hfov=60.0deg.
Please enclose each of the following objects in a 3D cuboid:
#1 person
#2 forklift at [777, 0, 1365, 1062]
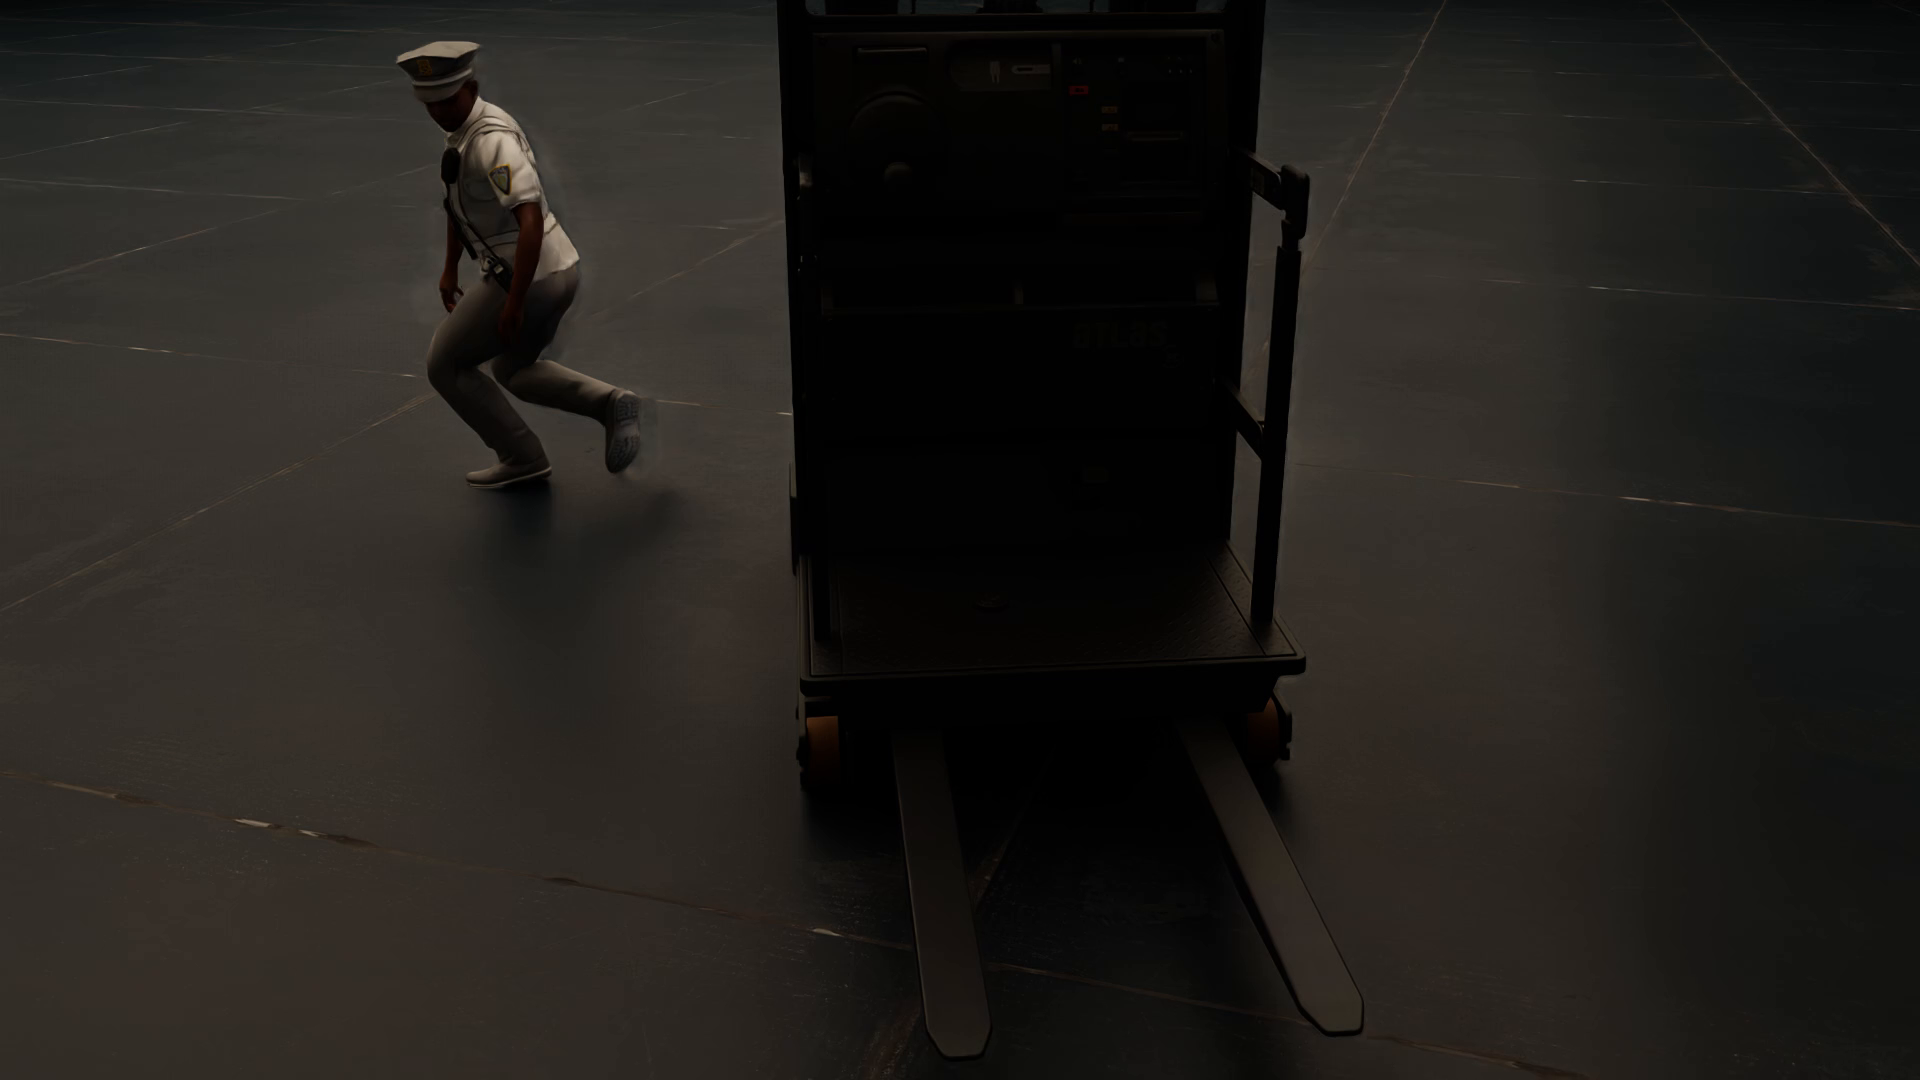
[{"bbox_3d":[-1.414,-0.847,5.327,0.682,1.451,0.610,-1,22,-2],"label":"person"},{"bbox_3d":[0.162,-0.930,3.531,1.130,2.935,3.031,-2,23,-5],"label":"forklift"}]
